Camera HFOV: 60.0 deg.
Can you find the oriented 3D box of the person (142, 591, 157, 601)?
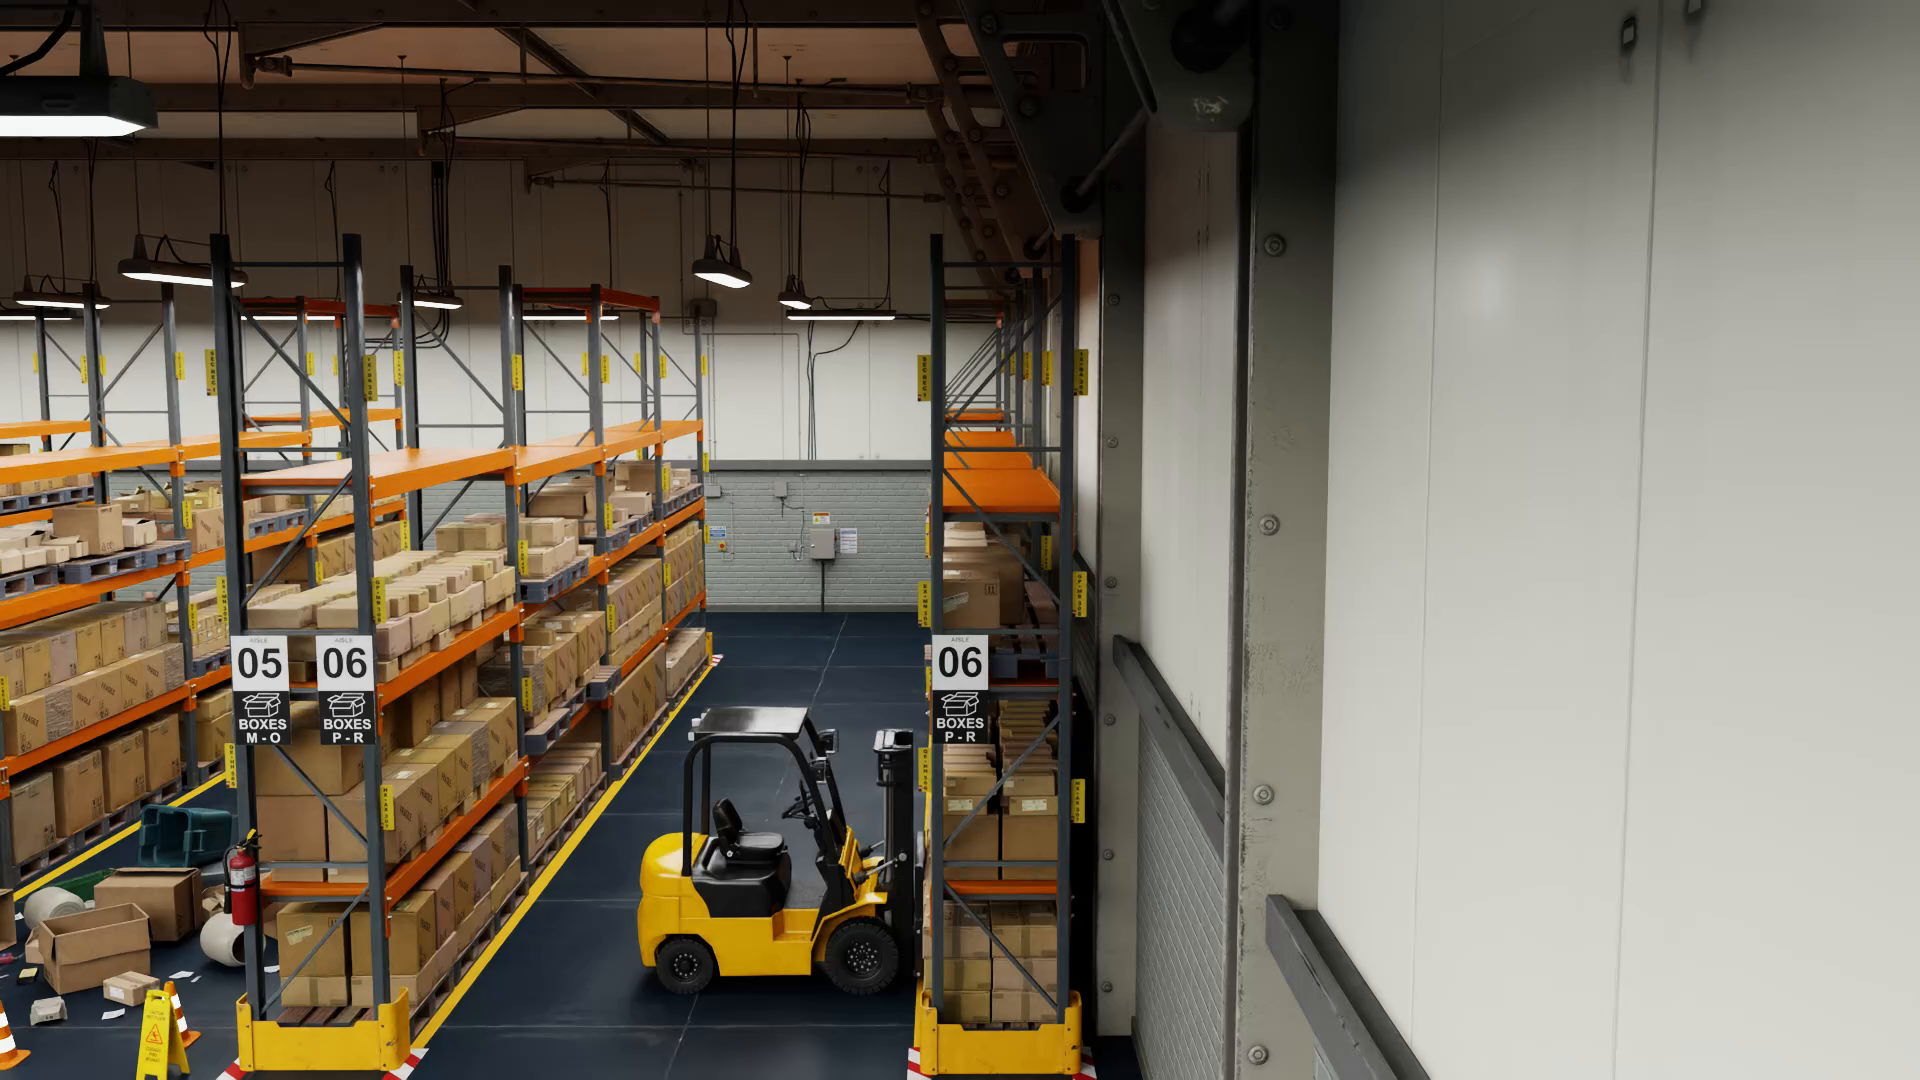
[{"bbox_3d":[-11.809,1.608,24.221,0.678,1.717,1.115,-1,6,-5],"label":"person"}]
